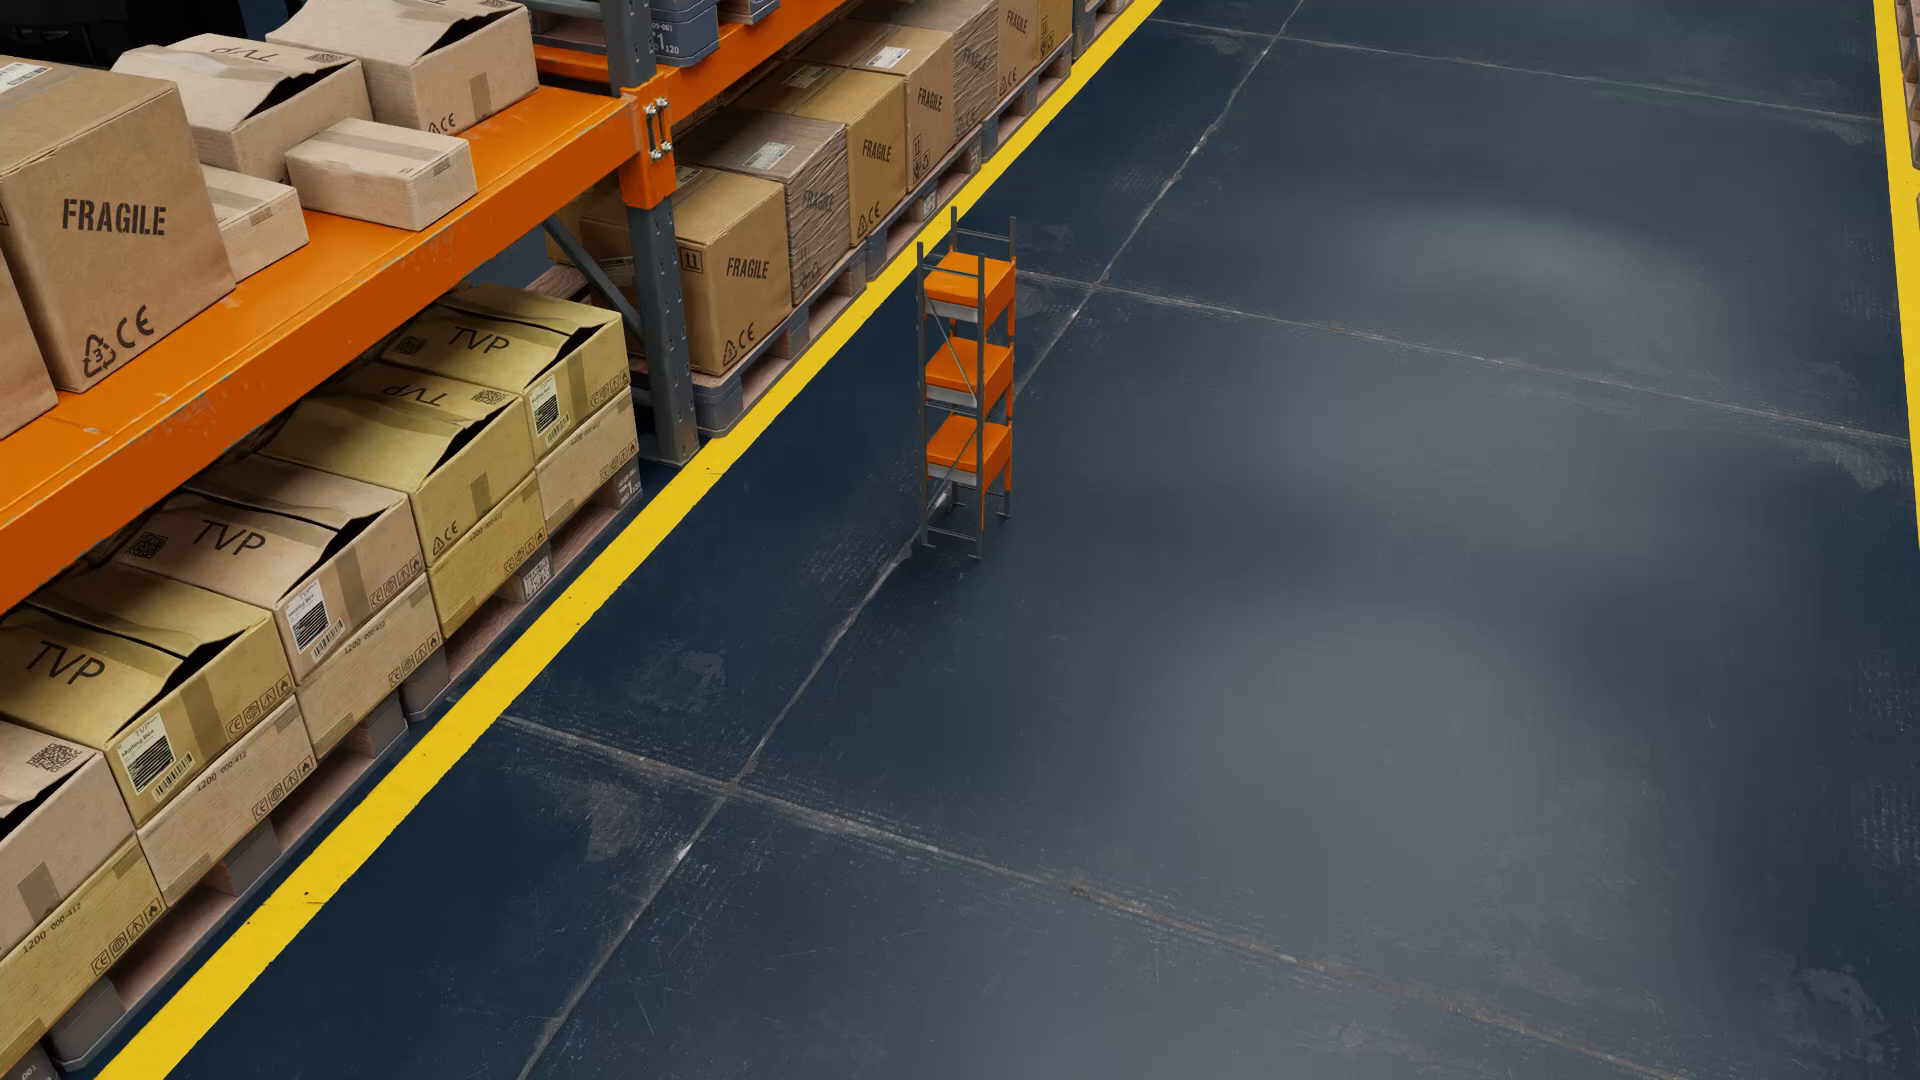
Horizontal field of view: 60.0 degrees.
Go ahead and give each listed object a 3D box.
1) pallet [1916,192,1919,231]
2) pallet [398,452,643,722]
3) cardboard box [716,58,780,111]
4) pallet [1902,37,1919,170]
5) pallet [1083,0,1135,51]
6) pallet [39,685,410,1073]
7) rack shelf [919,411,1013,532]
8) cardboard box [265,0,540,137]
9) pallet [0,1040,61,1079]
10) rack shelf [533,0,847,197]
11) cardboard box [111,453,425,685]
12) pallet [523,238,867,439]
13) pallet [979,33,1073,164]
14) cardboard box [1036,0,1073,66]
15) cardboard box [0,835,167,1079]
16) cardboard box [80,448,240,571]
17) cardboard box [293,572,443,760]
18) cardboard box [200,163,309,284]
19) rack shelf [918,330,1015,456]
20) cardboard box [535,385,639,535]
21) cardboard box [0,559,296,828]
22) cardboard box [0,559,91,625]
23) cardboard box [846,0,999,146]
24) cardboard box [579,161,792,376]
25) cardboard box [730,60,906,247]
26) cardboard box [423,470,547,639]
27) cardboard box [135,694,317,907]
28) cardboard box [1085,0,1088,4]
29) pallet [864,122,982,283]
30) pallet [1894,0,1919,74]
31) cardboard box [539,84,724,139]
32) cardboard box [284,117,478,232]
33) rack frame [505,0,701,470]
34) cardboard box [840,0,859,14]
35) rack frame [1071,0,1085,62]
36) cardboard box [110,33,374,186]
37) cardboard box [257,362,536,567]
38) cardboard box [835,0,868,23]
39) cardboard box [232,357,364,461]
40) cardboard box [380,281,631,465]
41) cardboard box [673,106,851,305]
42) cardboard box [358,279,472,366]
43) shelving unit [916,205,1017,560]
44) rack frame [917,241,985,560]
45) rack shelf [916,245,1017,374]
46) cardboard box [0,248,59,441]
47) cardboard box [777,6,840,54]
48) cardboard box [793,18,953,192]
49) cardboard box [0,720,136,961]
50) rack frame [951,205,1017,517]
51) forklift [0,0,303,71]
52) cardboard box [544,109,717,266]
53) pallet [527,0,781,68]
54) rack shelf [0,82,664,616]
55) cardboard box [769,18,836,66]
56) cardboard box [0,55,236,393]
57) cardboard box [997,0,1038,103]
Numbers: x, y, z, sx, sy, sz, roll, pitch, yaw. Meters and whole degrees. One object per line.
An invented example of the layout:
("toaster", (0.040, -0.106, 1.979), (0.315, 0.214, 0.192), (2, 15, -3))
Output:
("pallet", (4.401, -1.135, 6.592), (1.003, 0.211, 1.213), (14, 39, 18))
("pallet", (-1.718, -0.022, 5.103), (1.003, 0.211, 1.213), (14, 39, 18))
("cardboard box", (-1.033, -1.618, 6.630), (0.500, 0.500, 0.500), (12, 39, 16))
("pallet", (4.977, -1.969, 7.708), (1.003, 0.211, 1.213), (14, 39, 18))
("pallet", (0.416, -3.063, 9.172), (1.003, 0.211, 1.213), (14, 39, 18))
("pallet", (-2.184, 0.651, 4.202), (1.003, 0.211, 1.213), (14, 39, 18))
("rack shelf", (0.020, -0.219, 5.148), (0.215, 0.259, 0.240), (14, 39, 18))
("cardboard box", (-1.547, -1.358, 4.636), (0.500, 0.311, 0.500), (16, 40, 21))
("pallet", (-2.646, 1.329, 3.295), (1.003, 0.211, 1.213), (14, 39, 18))
("rack shelf", (-0.608, -2.405, 6.563), (1.077, 0.370, 4.000), (14, 39, 18))
("cardboard box", (-1.727, 0.037, 4.172), (0.500, 0.311, 0.500), (14, 39, 17))
("pallet", (-1.050, -0.873, 6.242), (1.003, 0.211, 1.213), (14, 39, 18))
("pallet", (-0.121, -2.224, 8.050), (1.003, 0.211, 1.213), (14, 39, 18))
("cardboard box", (0.231, -2.637, 7.993), (0.500, 0.500, 0.500), (14, 39, 17))
("cardboard box", (-2.118, 0.825, 3.586), (0.500, 0.250, 0.500), (13, 39, 16))
("cardboard box", (-2.228, -0.079, 4.328), (0.500, 0.311, 0.500), (13, 39, 17))
("cardboard box", (-1.730, 0.258, 4.345), (0.500, 0.250, 0.500), (15, 39, 19))
("cardboard box", (-1.802, -0.766, 3.979), (0.380, 0.149, 0.250), (17, 40, 21))
("rack shelf", (0.020, -0.442, 4.982), (0.215, 0.259, 0.240), (14, 39, 18))
("cardboard box", (-1.343, -0.306, 5.099), (0.500, 0.250, 0.500), (15, 39, 19))
("cardboard box", (-1.919, 0.314, 3.802), (0.500, 0.311, 0.500), (15, 39, 19))
("cardboard box", (-2.423, 0.205, 3.947), (0.500, 0.311, 0.500), (13, 39, 17))
("cardboard box", (-0.156, -2.087, 7.258), (0.500, 0.500, 0.500), (14, 39, 18))
("cardboard box", (-0.931, -0.947, 5.733), (0.500, 0.500, 0.500), (15, 39, 20))
("cardboard box", (-0.542, -1.515, 6.492), (0.500, 0.500, 0.500), (13, 39, 17))
("cardboard box", (-1.536, -0.019, 4.716), (0.500, 0.250, 0.500), (13, 39, 17))
("cardboard box", (-1.923, 0.544, 3.963), (0.500, 0.250, 0.500), (15, 39, 19))
("cardboard box", (0.513, -3.083, 8.747), (0.500, 0.311, 0.500), (14, 39, 18))
("pallet", (-0.584, -1.546, 7.143), (1.003, 0.211, 1.213), (14, 39, 18))
("pallet", (5.439, -2.647, 8.615), (1.003, 0.211, 1.213), (14, 39, 18))
("cardboard box", (-1.212, -1.664, 6.065), (0.500, 0.250, 0.500), (15, 39, 19))
("cardboard box", (-1.455, -0.924, 4.191), (0.380, 0.149, 0.250), (14, 39, 18))
("rack frame", (-1.369, -1.586, 4.866), (1.000, 3.000, 0.127), (14, 39, 18))
("cardboard box", (-0.637, -2.510, 7.196), (0.500, 0.250, 0.500), (14, 39, 18))
("rack frame", (0.153, -3.800, 7.829), (1.000, 3.000, 0.127), (14, 39, 18))
("cardboard box", (-1.888, -1.099, 4.289), (0.500, 0.311, 0.500), (13, 39, 17))
("cardboard box", (-1.532, -0.242, 4.545), (0.500, 0.311, 0.500), (13, 39, 17))
("cardboard box", (-0.646, -2.190, 7.395), (0.500, 0.500, 0.500), (14, 39, 18))
("cardboard box", (-2.032, -0.361, 4.705), (0.500, 0.311, 0.500), (13, 39, 17))
("cardboard box", (-1.340, -0.531, 4.932), (0.500, 0.311, 0.500), (15, 39, 19))
("cardboard box", (-0.737, -1.239, 6.122), (0.500, 0.500, 0.500), (12, 39, 16))
("cardboard box", (-1.839, -0.654, 5.097), (0.500, 0.311, 0.500), (15, 39, 19))
("shelving unit", (0.020, -0.450, 4.975), (0.215, 1.050, 0.252), (14, 39, 18))
("rack frame", (-0.026, -0.383, 4.885), (0.200, 1.050, 0.008), (14, 39, 18))
("rack shelf", (0.020, -0.669, 4.812), (0.215, 0.259, 0.240), (14, 39, 18))
("cardboard box", (-2.192, -0.401, 3.198), (0.500, 0.500, 0.500), (14, 39, 18))
("cardboard box", (-0.827, -2.232, 6.824), (0.500, 0.250, 0.500), (13, 39, 17))
("cardboard box", (-0.348, -1.805, 6.880), (0.500, 0.500, 0.500), (13, 39, 16))
("cardboard box", (-2.112, 0.603, 3.416), (0.500, 0.311, 0.500), (13, 39, 16))
("rack frame", (0.067, -0.518, 5.066), (0.200, 1.050, 0.008), (14, 39, 18))
("forklift", (-3.050, -2.292, 5.868), (1.130, 2.935, 3.031), (4, 37, 5))
("cardboard box", (-1.230, -1.332, 6.247), (0.500, 0.500, 0.500), (15, 39, 20))
("pallet", (-1.176, -1.900, 5.447), (1.213, 0.211, 1.003), (14, 39, 18))
("rack shelf", (-2.130, -0.190, 3.600), (1.077, 0.370, 4.000), (14, 39, 18))
("cardboard box", (-0.839, -1.910, 7.021), (0.500, 0.500, 0.500), (12, 39, 16))
("cardboard box", (-1.992, -0.693, 3.588), (0.500, 0.500, 0.500), (12, 38, 15))
("cardboard box", (0.035, -2.365, 7.629), (0.500, 0.500, 0.500), (14, 39, 18))
